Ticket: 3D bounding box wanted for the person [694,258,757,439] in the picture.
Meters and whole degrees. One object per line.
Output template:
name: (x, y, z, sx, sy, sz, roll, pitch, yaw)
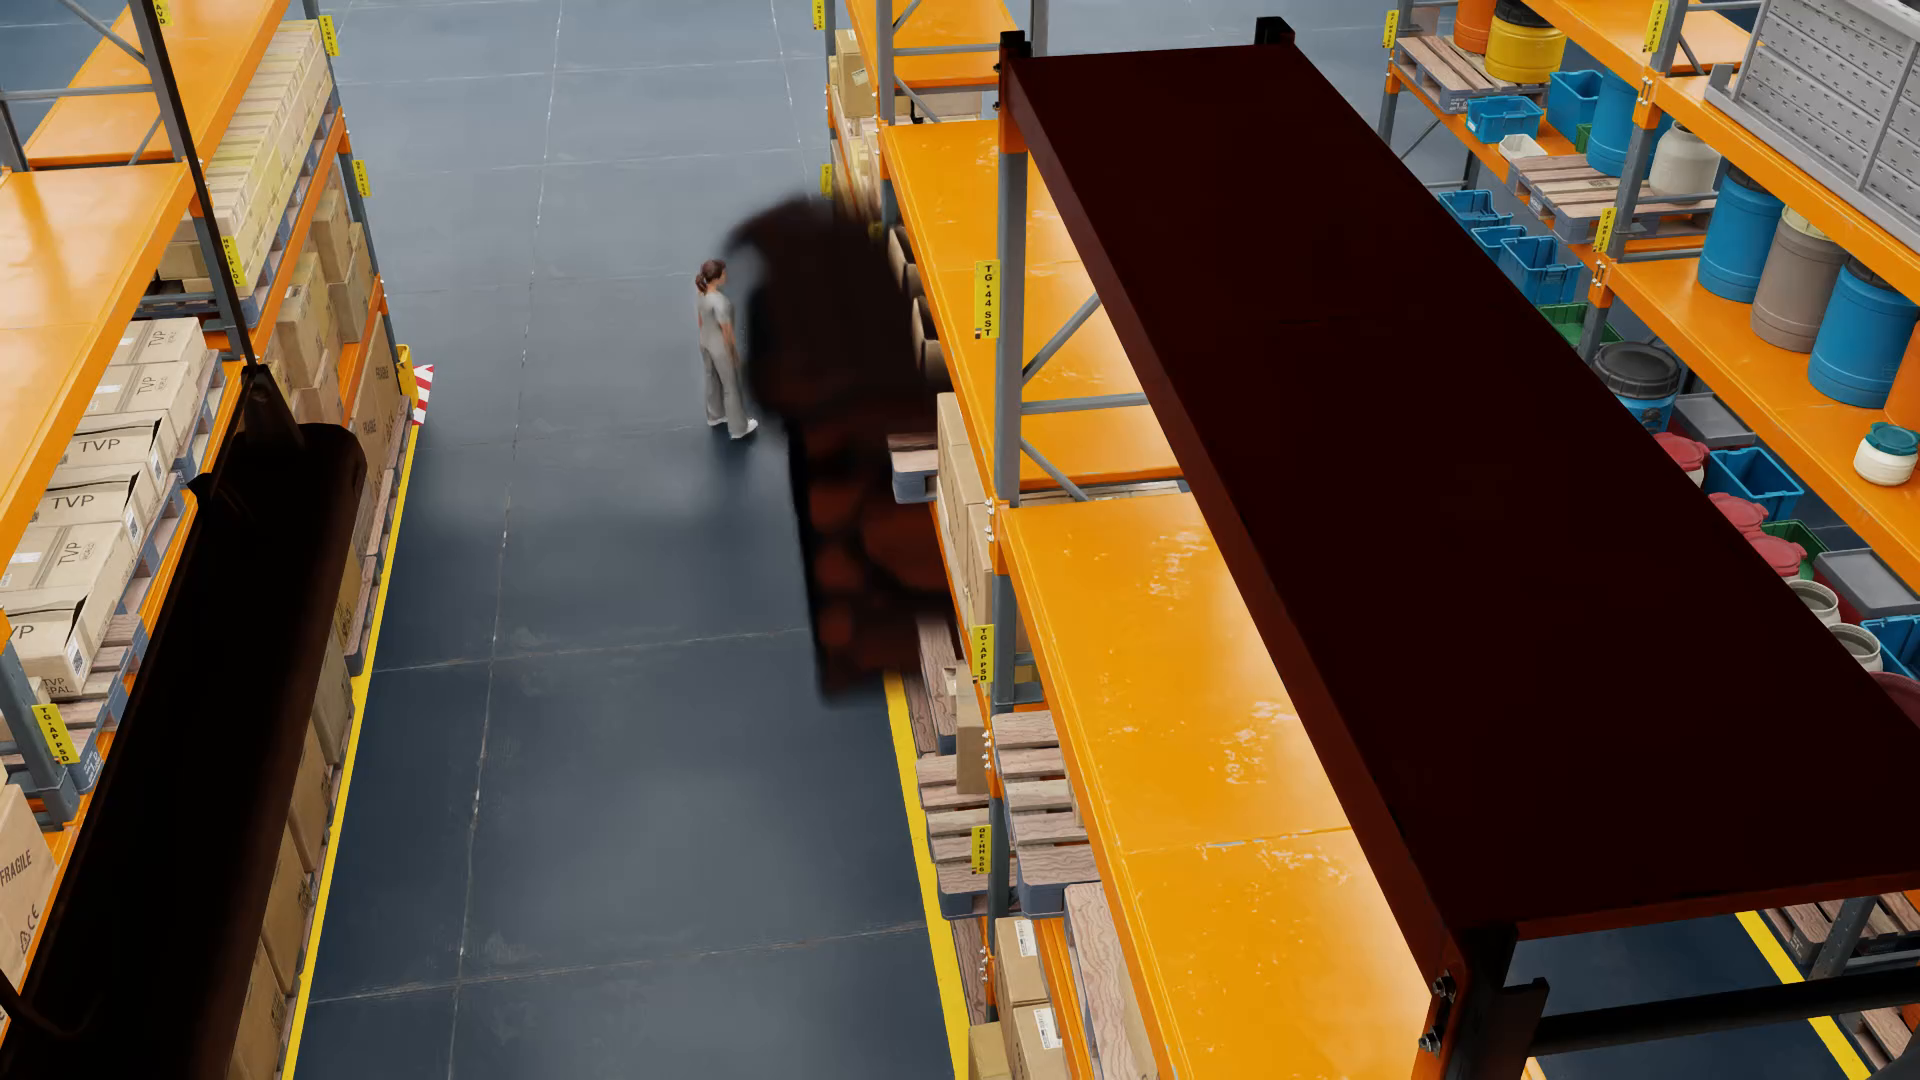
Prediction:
person: (-2.029, -1.662, 14.290, 0.414, 1.679, 0.484, -27, 44, -32)
